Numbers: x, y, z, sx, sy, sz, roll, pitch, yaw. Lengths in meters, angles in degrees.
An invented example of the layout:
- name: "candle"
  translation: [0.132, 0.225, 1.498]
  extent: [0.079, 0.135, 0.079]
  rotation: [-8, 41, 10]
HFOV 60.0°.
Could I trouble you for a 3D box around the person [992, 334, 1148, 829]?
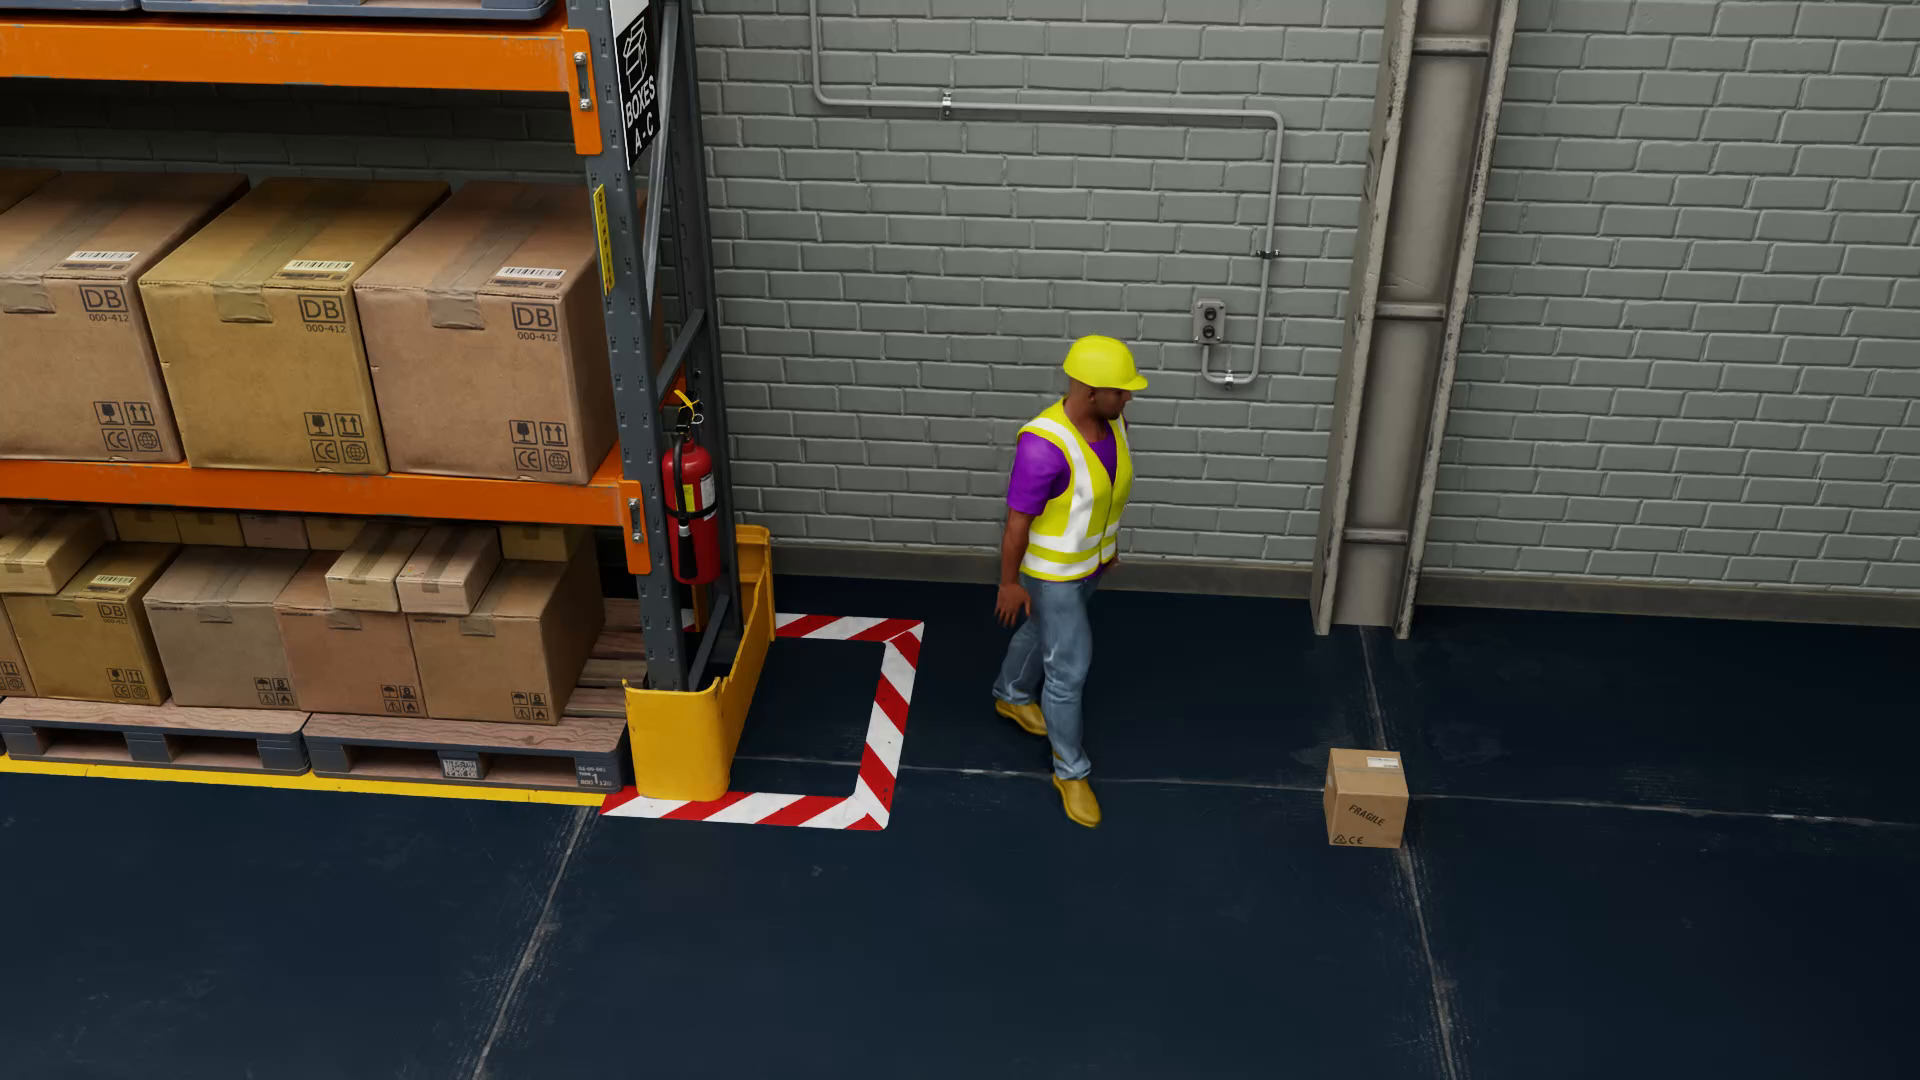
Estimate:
- name: "person"
  translation: [0.391, 0.074, 5.999]
  extent: [0.714, 1.775, 0.644]
  rotation: [21, 37, 30]
